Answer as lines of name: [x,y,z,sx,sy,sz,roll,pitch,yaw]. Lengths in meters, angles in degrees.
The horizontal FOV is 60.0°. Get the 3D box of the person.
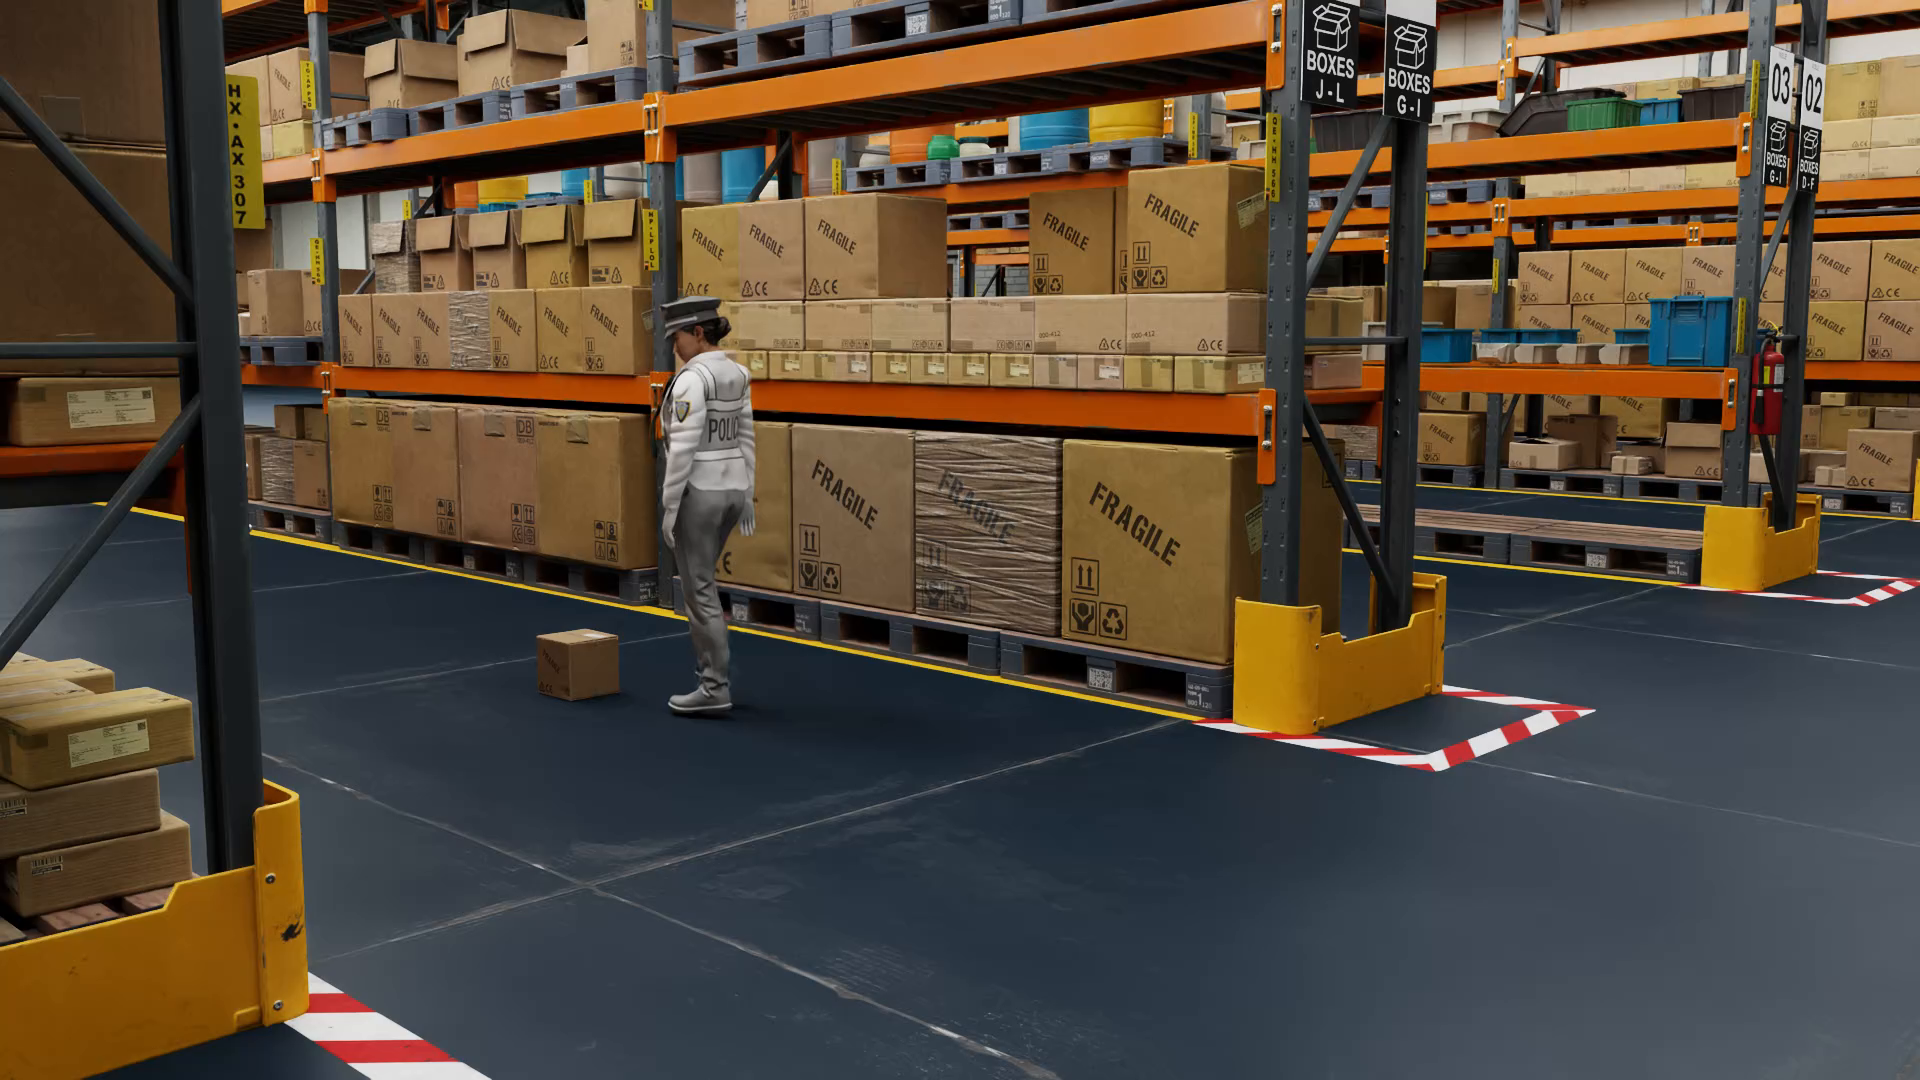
person: [-1.048,-0.098,6.685,0.361,1.748,0.516,3,8,23]
